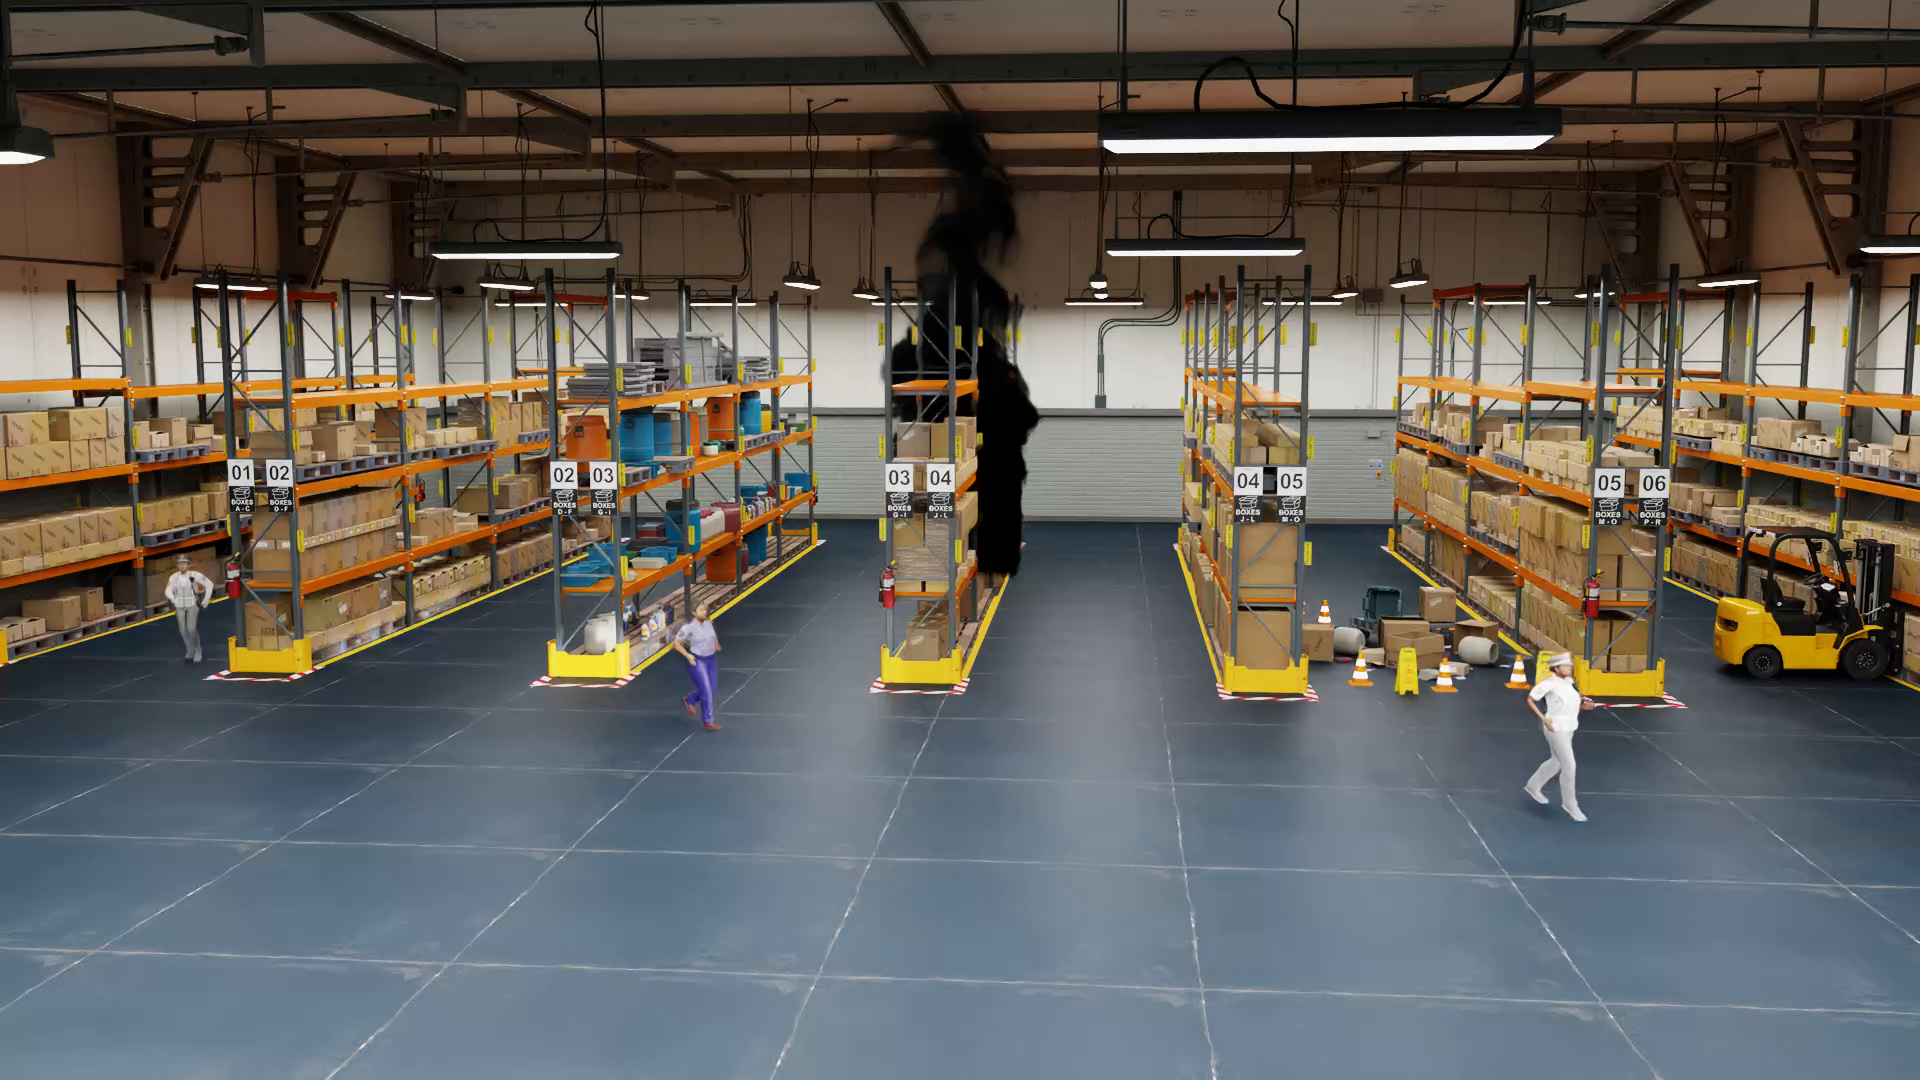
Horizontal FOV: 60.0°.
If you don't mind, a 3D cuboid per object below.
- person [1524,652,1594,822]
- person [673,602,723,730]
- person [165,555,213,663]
[{"bbox_3d":[6.304,2.032,17.516,0.567,1.740,0.781,-6,9,-41],"label":"person"},{"bbox_3d":[-3.360,1.604,21.444,0.823,1.613,0.620,5,9,37],"label":"person"},{"bbox_3d":[-11.919,1.066,25.669,0.643,1.708,0.660,-1,7,-7],"label":"person"}]
